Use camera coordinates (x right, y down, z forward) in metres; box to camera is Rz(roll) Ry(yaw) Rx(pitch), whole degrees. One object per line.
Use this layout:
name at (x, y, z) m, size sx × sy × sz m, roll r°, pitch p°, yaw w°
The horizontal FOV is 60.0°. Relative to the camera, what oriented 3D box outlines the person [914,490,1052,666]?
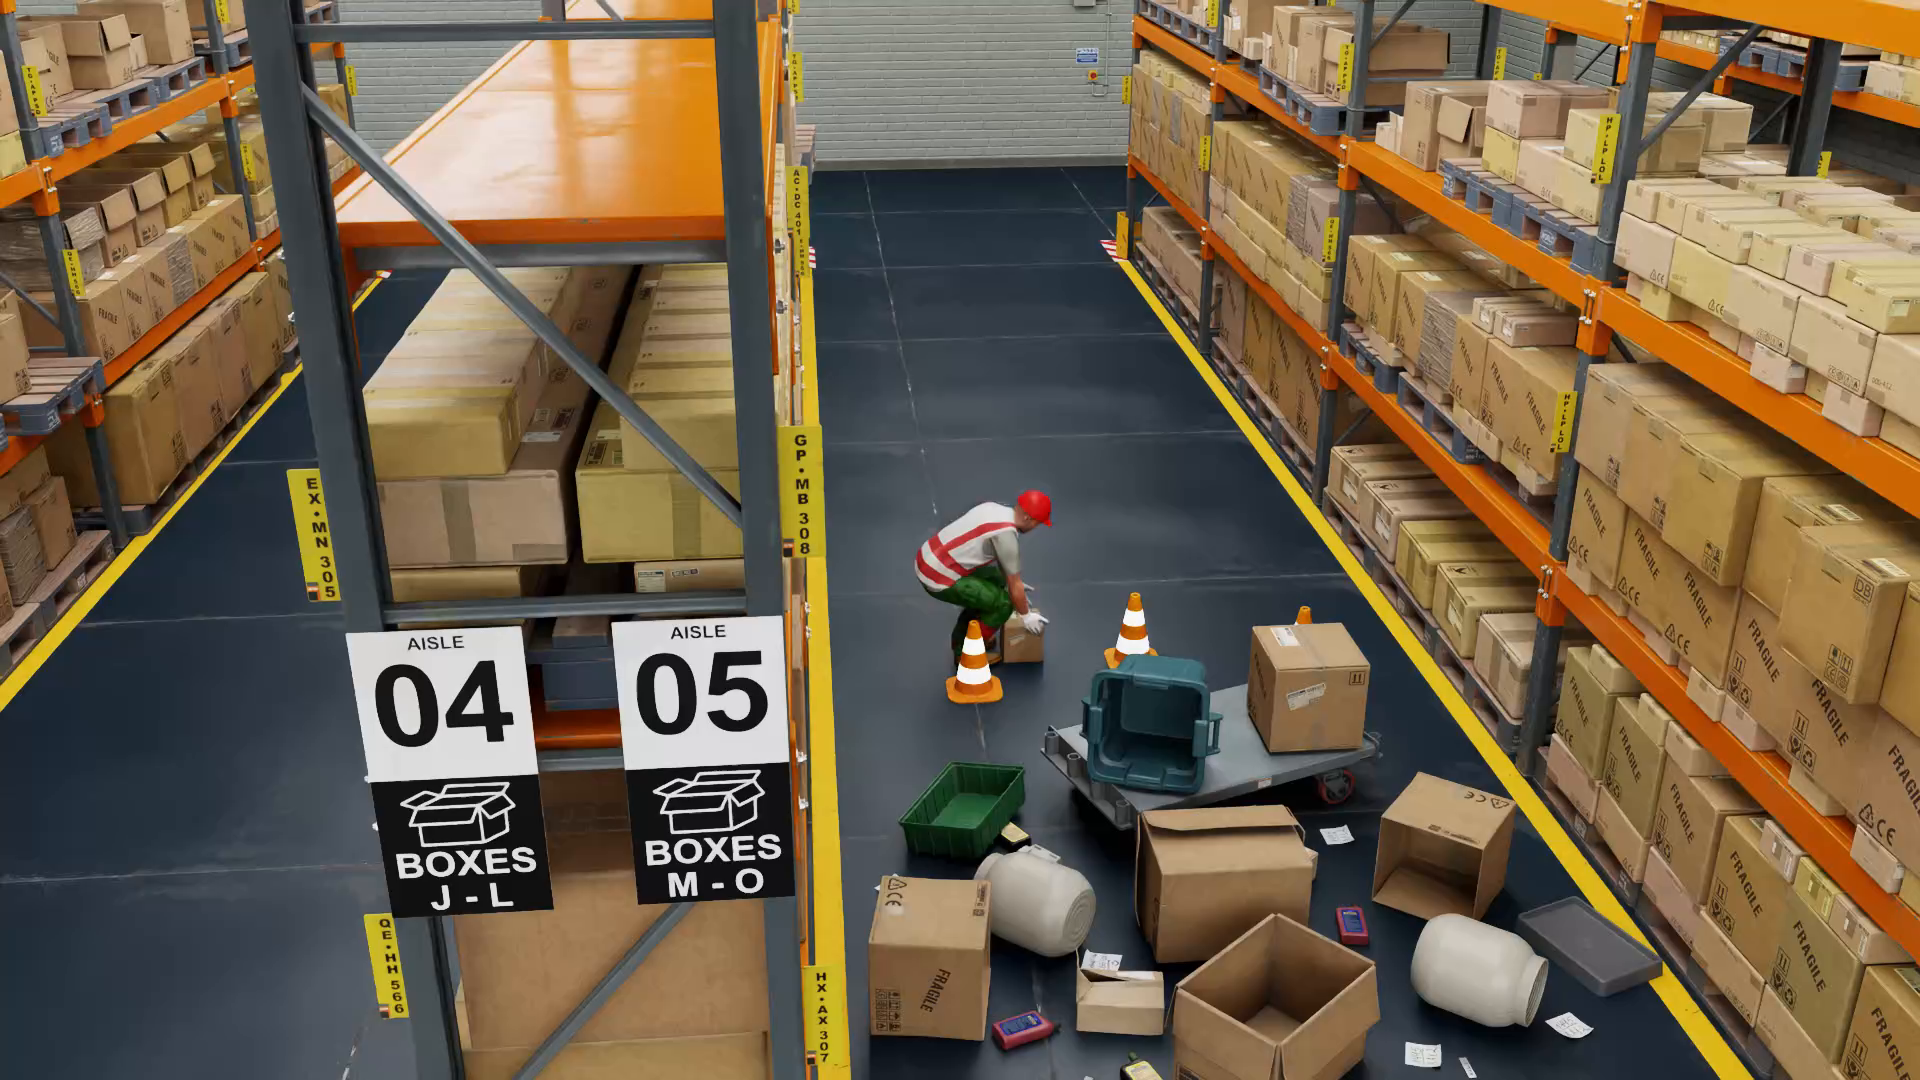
person at (0.145, 0.216, 10.450) m, size 0.865 × 1.091 × 0.575 m, roll -2°, pitch 24°, yaw -5°
